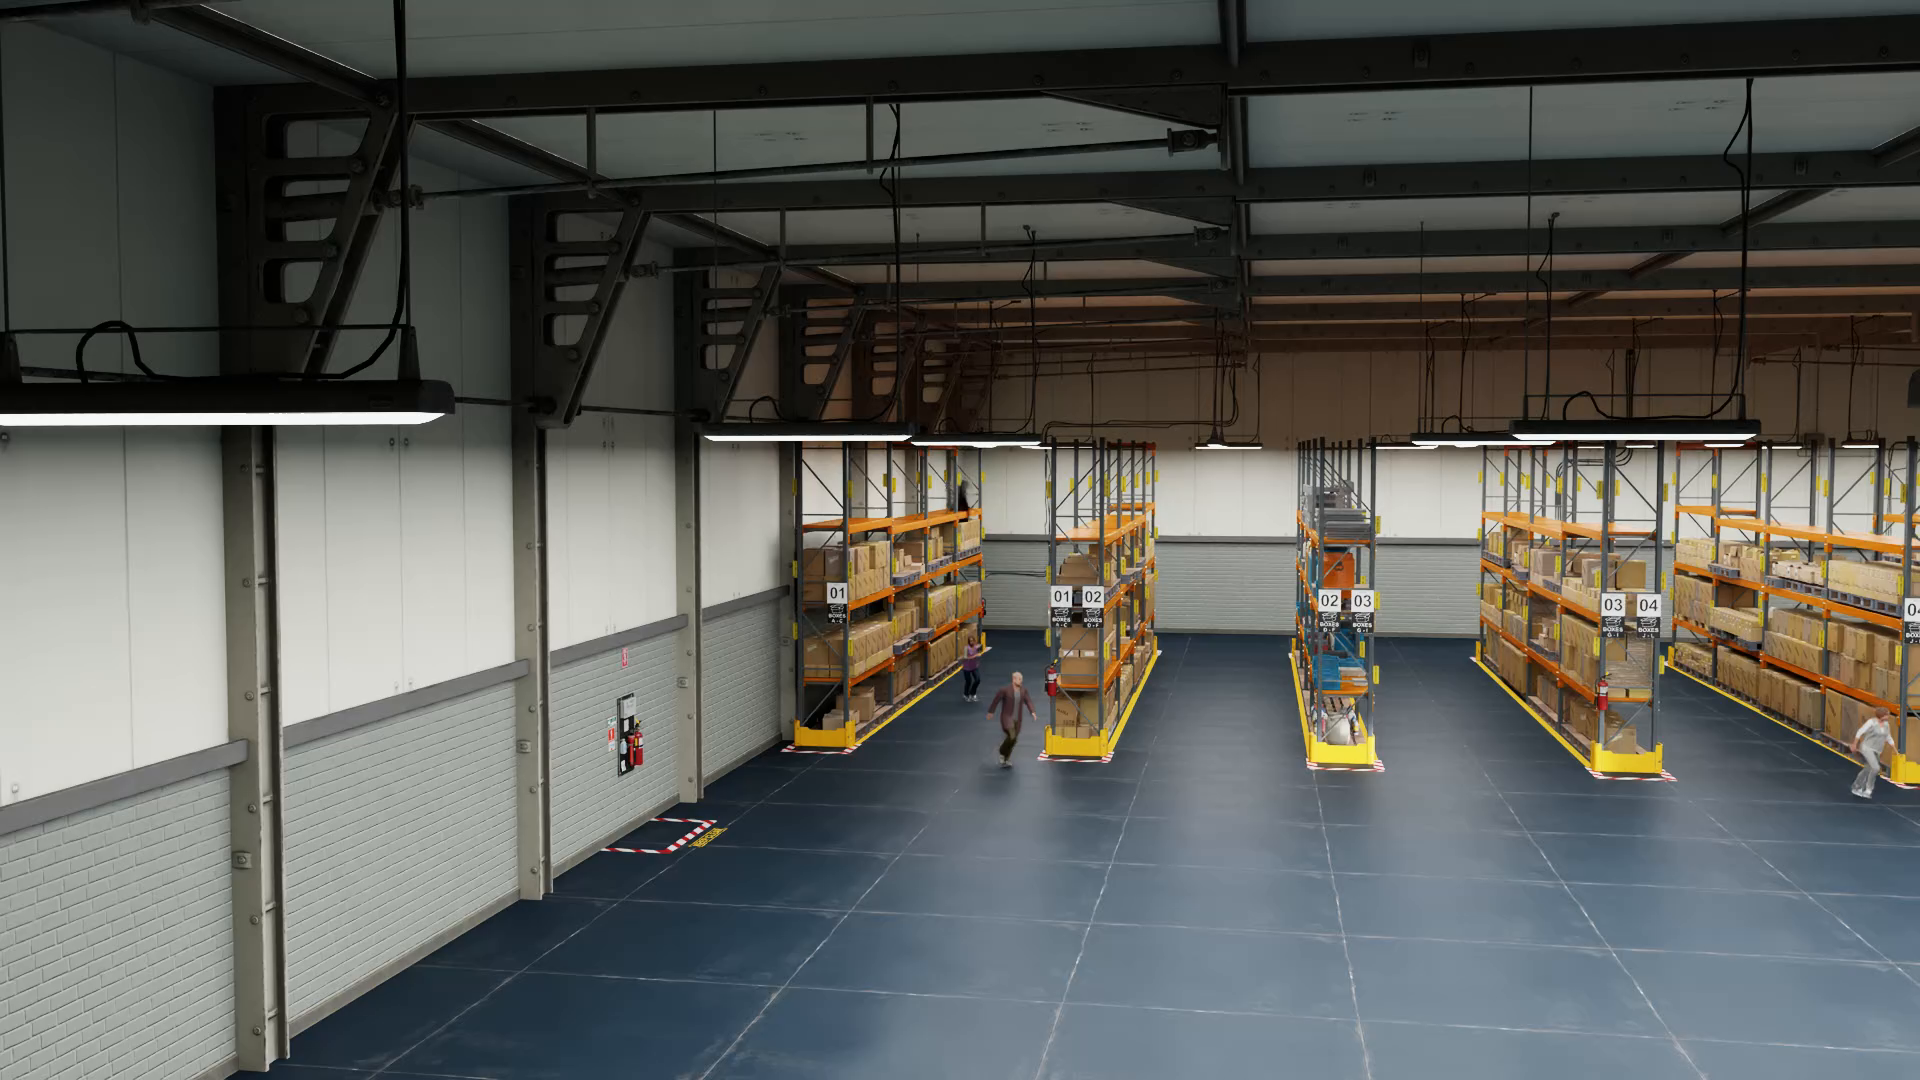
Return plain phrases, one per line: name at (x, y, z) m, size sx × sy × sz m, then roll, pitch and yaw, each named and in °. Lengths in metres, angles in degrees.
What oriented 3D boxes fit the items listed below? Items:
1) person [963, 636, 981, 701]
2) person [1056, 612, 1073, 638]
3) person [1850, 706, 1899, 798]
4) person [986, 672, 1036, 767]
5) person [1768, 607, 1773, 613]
person at (0.216, 2.943, 37.935) m, size 0.478 × 1.559 × 0.806 m, roll -1°, pitch 3°, yaw -24°
person at (2.951, 2.307, 48.832) m, size 0.697 × 1.727 × 0.787 m, roll 3°, pitch 4°, yaw 41°
person at (15.066, 3.488, 27.424) m, size 0.504 × 1.538 × 0.725 m, roll -1°, pitch 3°, yaw -19°
person at (0.978, 3.256, 30.141) m, size 0.700 × 1.745 × 0.823 m, roll -2°, pitch 4°, yaw -32°
person at (20.927, 2.608, 42.740) m, size 0.669 × 1.732 × 0.787 m, roll 0°, pitch 3°, yaw 3°
